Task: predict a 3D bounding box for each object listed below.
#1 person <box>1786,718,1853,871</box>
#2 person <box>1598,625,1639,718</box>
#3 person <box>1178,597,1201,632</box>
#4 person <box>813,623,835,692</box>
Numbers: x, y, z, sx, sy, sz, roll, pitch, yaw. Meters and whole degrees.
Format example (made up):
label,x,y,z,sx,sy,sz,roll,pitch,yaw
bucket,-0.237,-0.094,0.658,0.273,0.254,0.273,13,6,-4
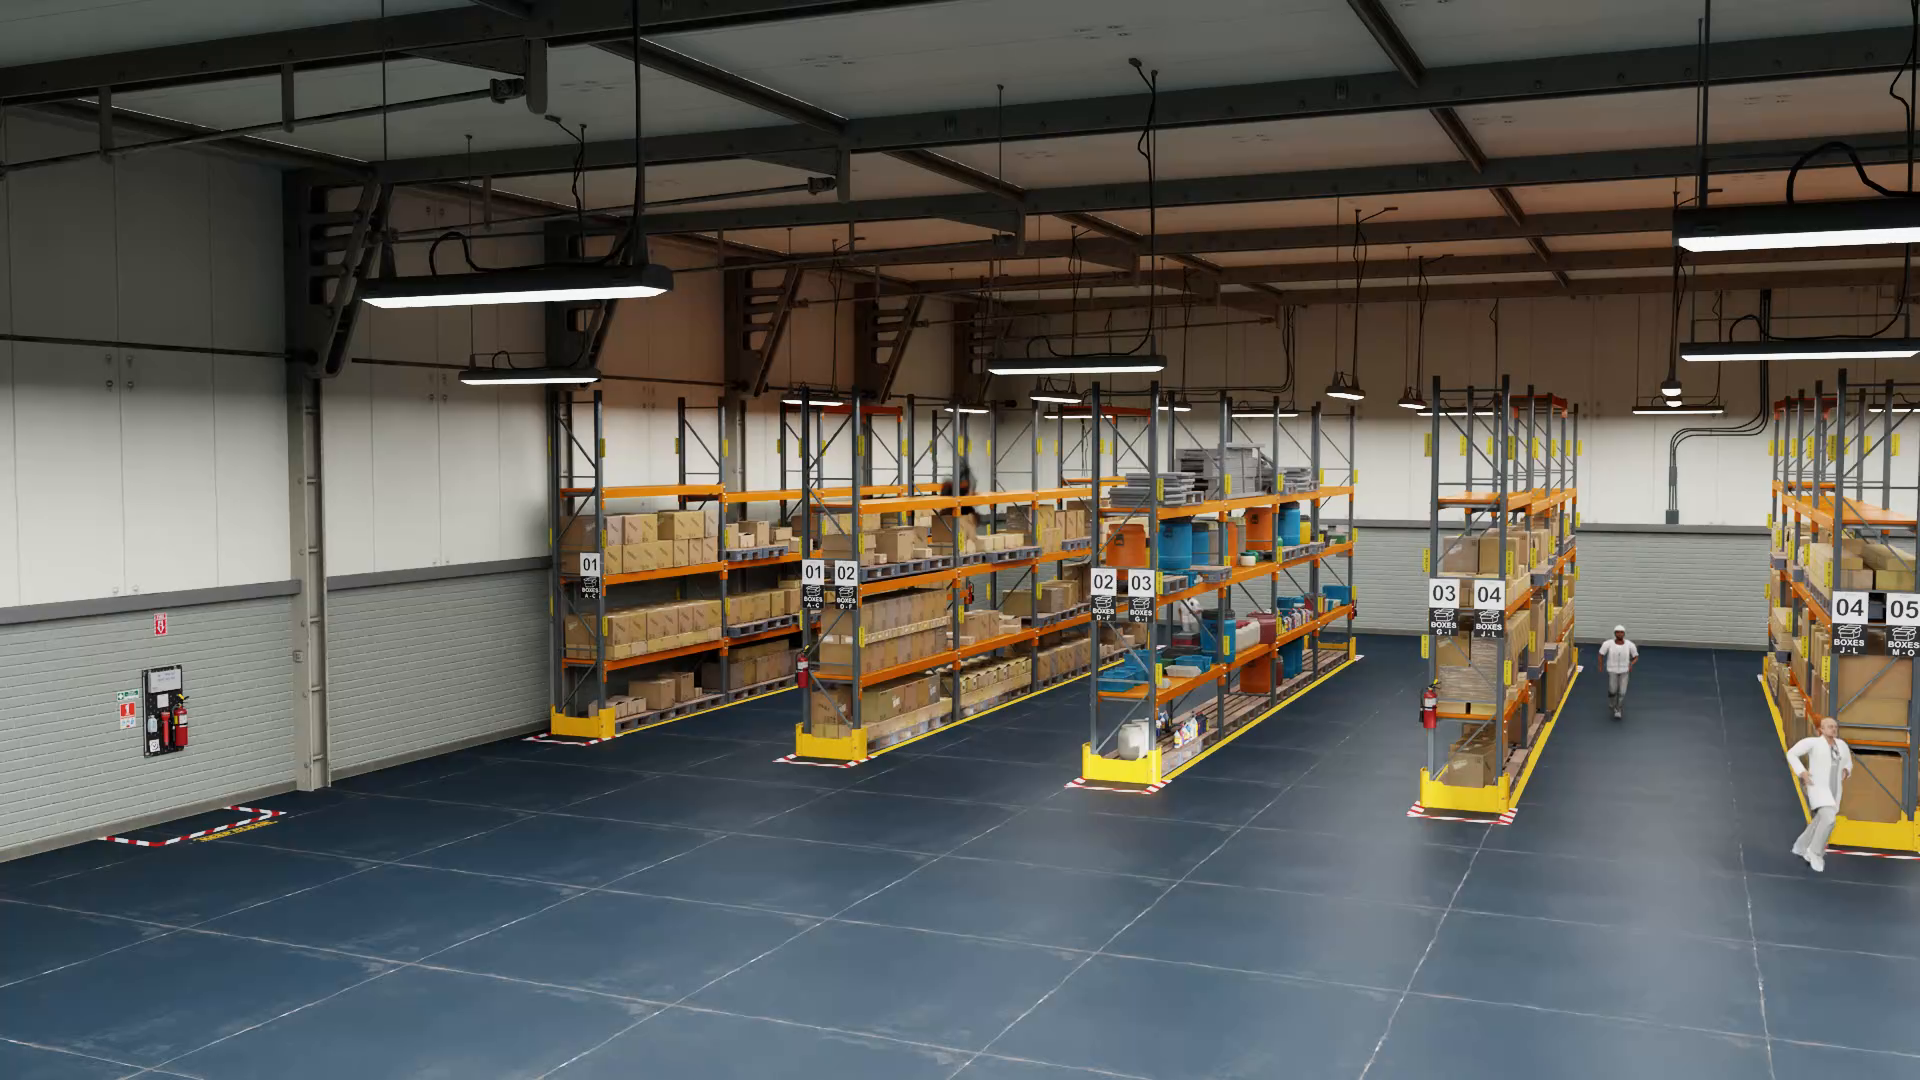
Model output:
label,x,y,z,sx,sy,sz,roll,pitch,yaw
person,10.331,3.034,19.900,0.731,1.836,0.683,-1,3,-13
person,12.235,2.445,30.905,0.694,1.723,0.534,1,3,18
person,5.437,1.984,39.406,0.580,1.740,0.807,1,3,17
person,-2.518,2.424,31.364,0.628,1.792,0.781,1,3,20
